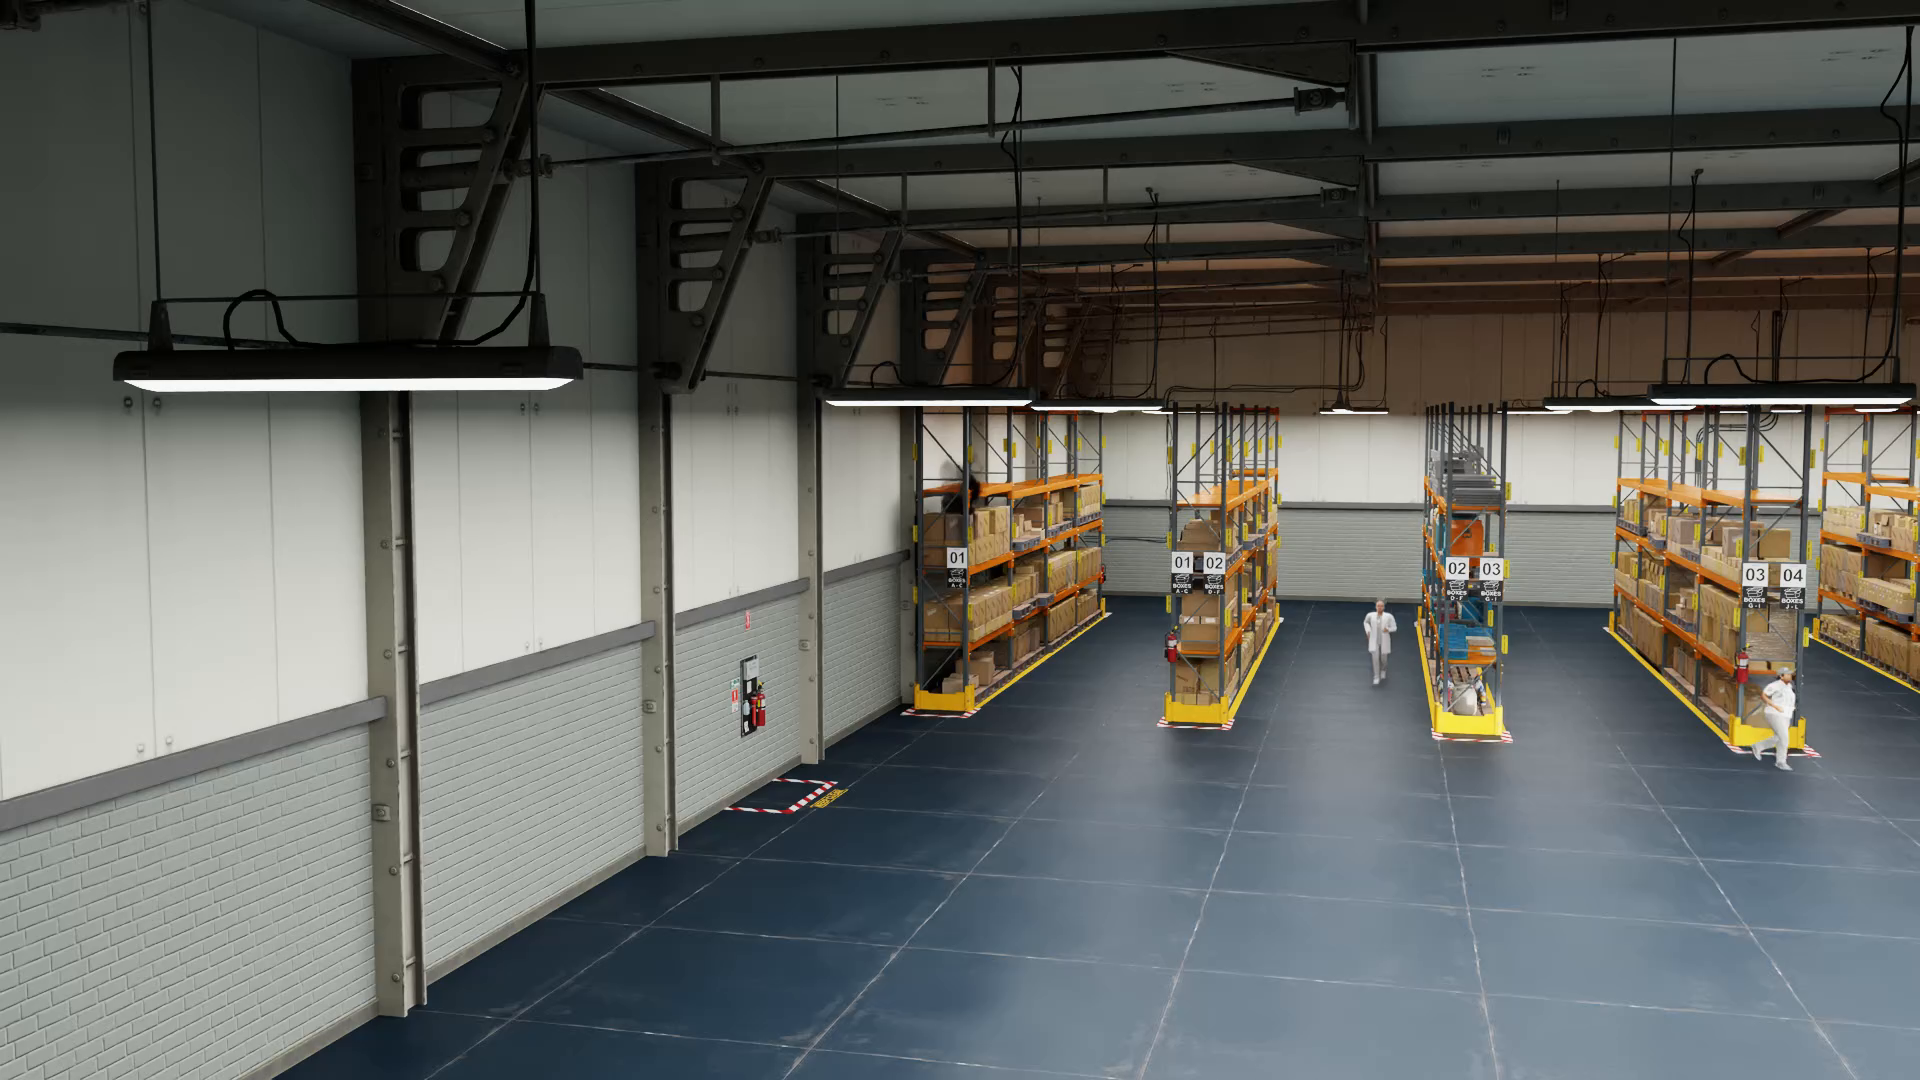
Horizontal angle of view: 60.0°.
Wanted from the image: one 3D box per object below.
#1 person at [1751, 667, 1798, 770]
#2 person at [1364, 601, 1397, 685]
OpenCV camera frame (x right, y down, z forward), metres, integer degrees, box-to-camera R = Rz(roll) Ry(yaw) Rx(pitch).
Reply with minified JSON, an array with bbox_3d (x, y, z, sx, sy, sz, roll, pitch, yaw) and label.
[{"bbox_3d":[13.457,2.916,27.357,0.650,1.634,0.768,-3,5,-31],"label":"person"},{"bbox_3d":[8.993,2.184,35.647,0.704,1.753,1.014,1,4,18],"label":"person"}]
